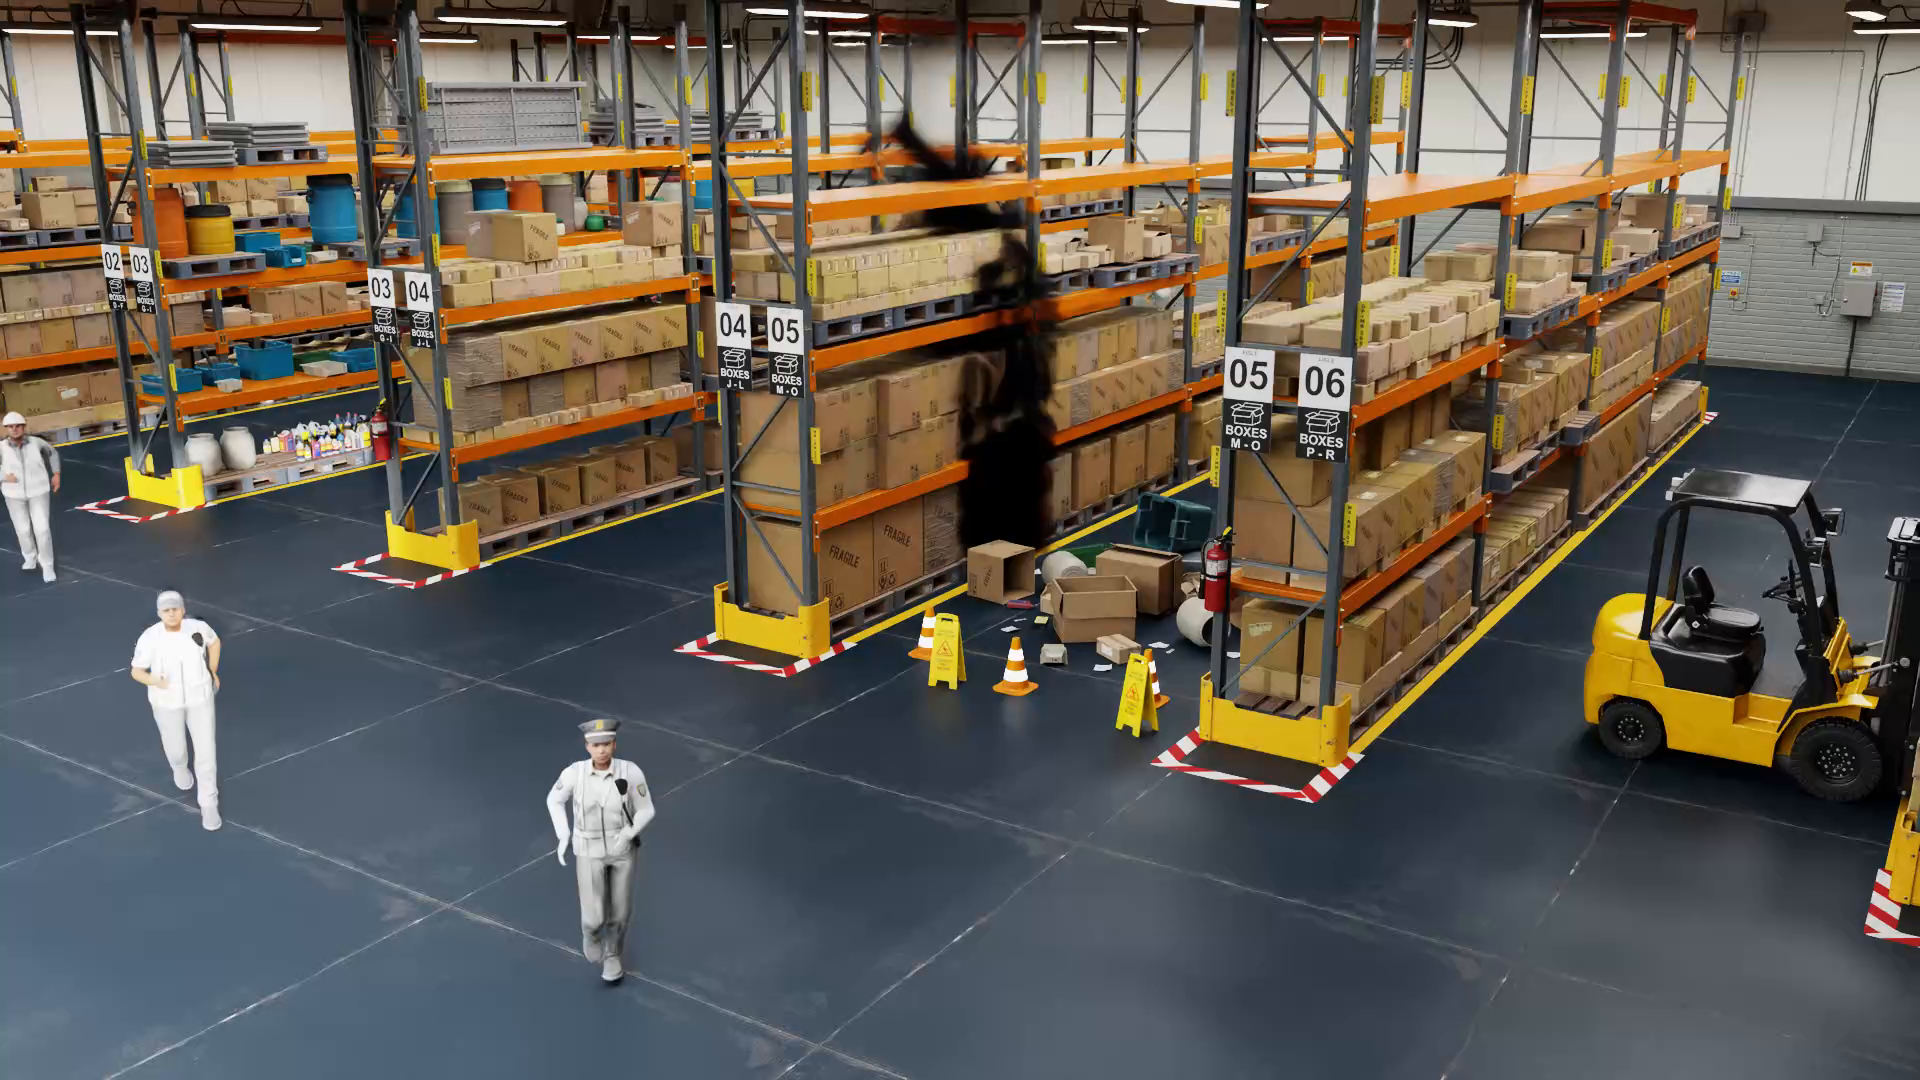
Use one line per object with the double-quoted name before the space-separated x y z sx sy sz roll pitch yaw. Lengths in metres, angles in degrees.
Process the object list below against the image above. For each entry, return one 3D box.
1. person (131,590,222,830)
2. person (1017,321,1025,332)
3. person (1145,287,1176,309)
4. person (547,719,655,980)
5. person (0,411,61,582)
"person" -5.559 1.160 11.903 0.606 1.665 0.925 -9 18 -28
"person" 1.010 -2.605 25.449 0.648 1.676 0.578 7 17 25
"person" 3.799 -4.265 31.490 0.579 1.674 0.846 -7 17 -25
"person" -2.049 1.815 9.597 0.600 1.643 0.550 -4 16 -15
"person" -9.869 -0.453 17.607 0.668 1.849 0.756 -8 17 -26
